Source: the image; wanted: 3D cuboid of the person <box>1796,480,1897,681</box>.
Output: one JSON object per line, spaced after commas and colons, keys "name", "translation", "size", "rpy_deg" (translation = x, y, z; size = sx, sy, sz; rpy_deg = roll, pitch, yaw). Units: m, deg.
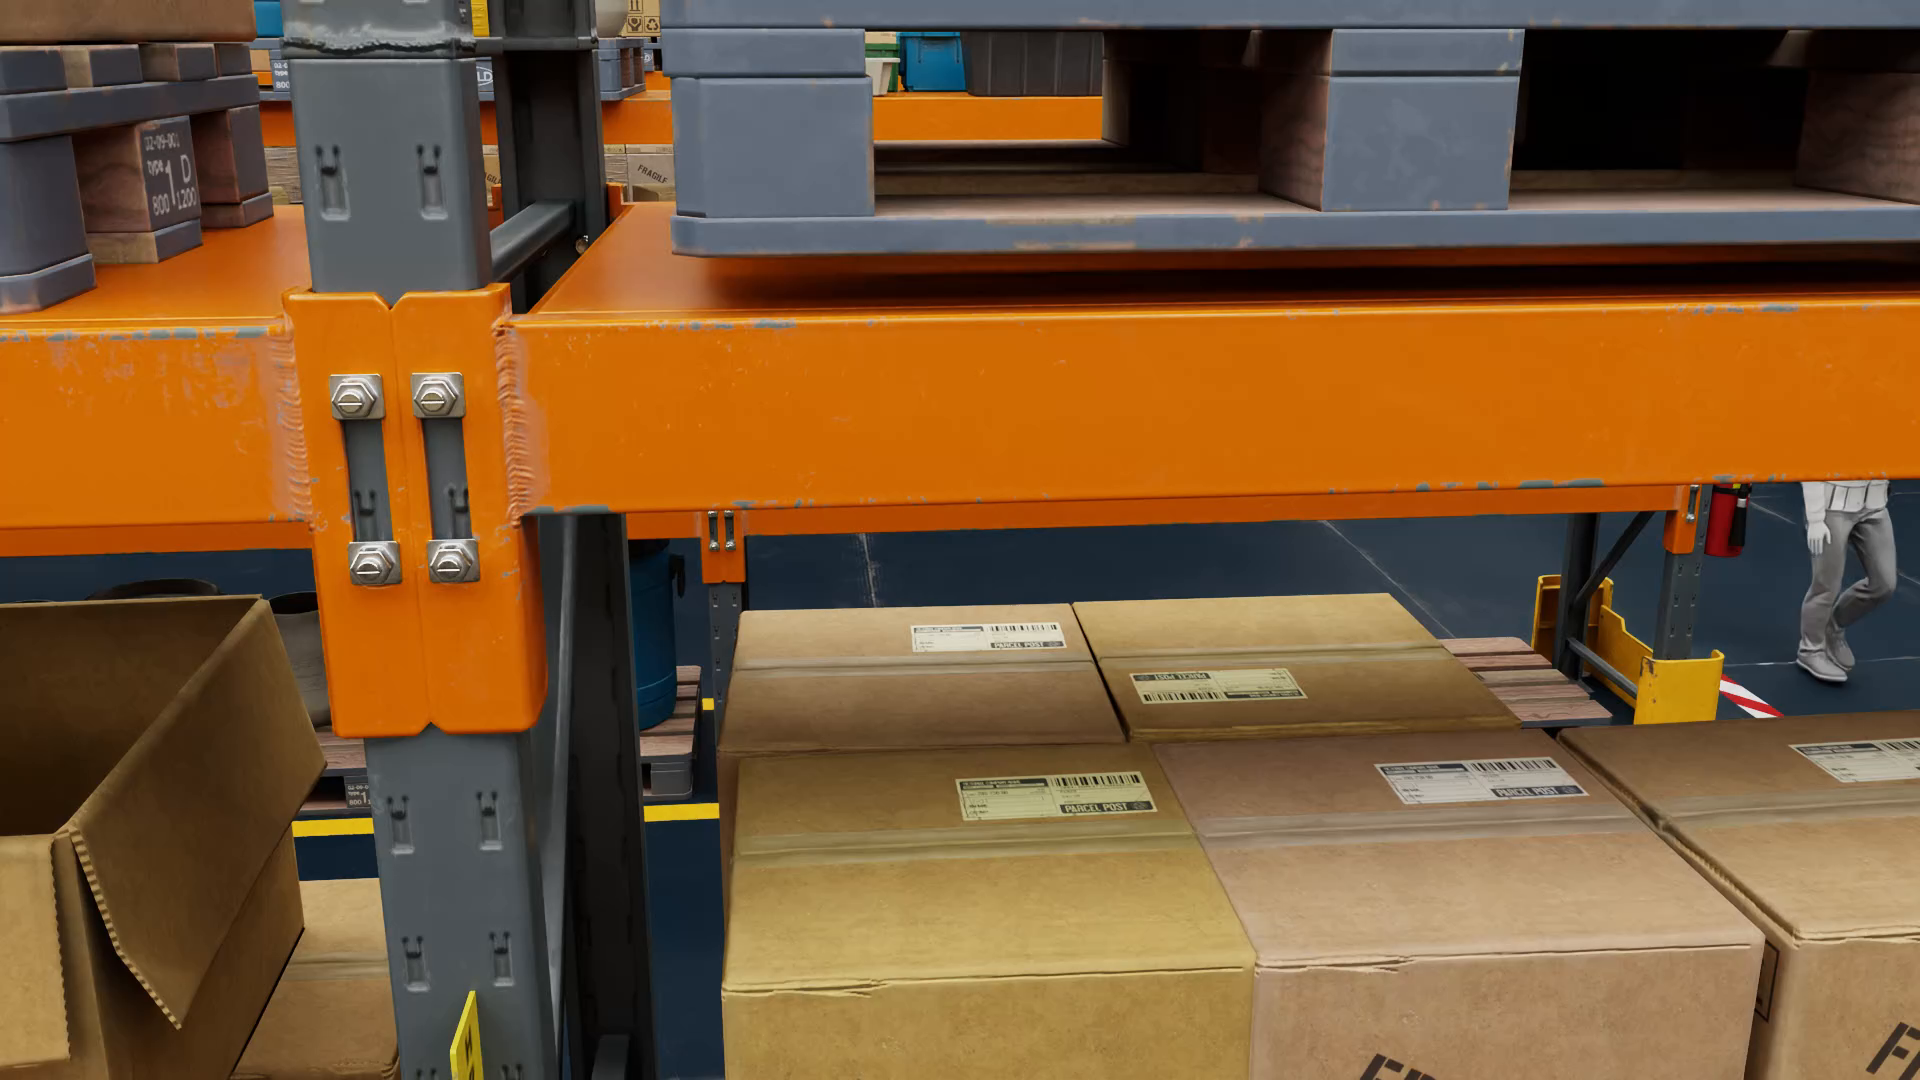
{"name": "person", "translation": [4.183, -0.135, 7.878], "size": [0.513, 1.674, 0.404], "rpy_deg": [-3, 17, -10]}
